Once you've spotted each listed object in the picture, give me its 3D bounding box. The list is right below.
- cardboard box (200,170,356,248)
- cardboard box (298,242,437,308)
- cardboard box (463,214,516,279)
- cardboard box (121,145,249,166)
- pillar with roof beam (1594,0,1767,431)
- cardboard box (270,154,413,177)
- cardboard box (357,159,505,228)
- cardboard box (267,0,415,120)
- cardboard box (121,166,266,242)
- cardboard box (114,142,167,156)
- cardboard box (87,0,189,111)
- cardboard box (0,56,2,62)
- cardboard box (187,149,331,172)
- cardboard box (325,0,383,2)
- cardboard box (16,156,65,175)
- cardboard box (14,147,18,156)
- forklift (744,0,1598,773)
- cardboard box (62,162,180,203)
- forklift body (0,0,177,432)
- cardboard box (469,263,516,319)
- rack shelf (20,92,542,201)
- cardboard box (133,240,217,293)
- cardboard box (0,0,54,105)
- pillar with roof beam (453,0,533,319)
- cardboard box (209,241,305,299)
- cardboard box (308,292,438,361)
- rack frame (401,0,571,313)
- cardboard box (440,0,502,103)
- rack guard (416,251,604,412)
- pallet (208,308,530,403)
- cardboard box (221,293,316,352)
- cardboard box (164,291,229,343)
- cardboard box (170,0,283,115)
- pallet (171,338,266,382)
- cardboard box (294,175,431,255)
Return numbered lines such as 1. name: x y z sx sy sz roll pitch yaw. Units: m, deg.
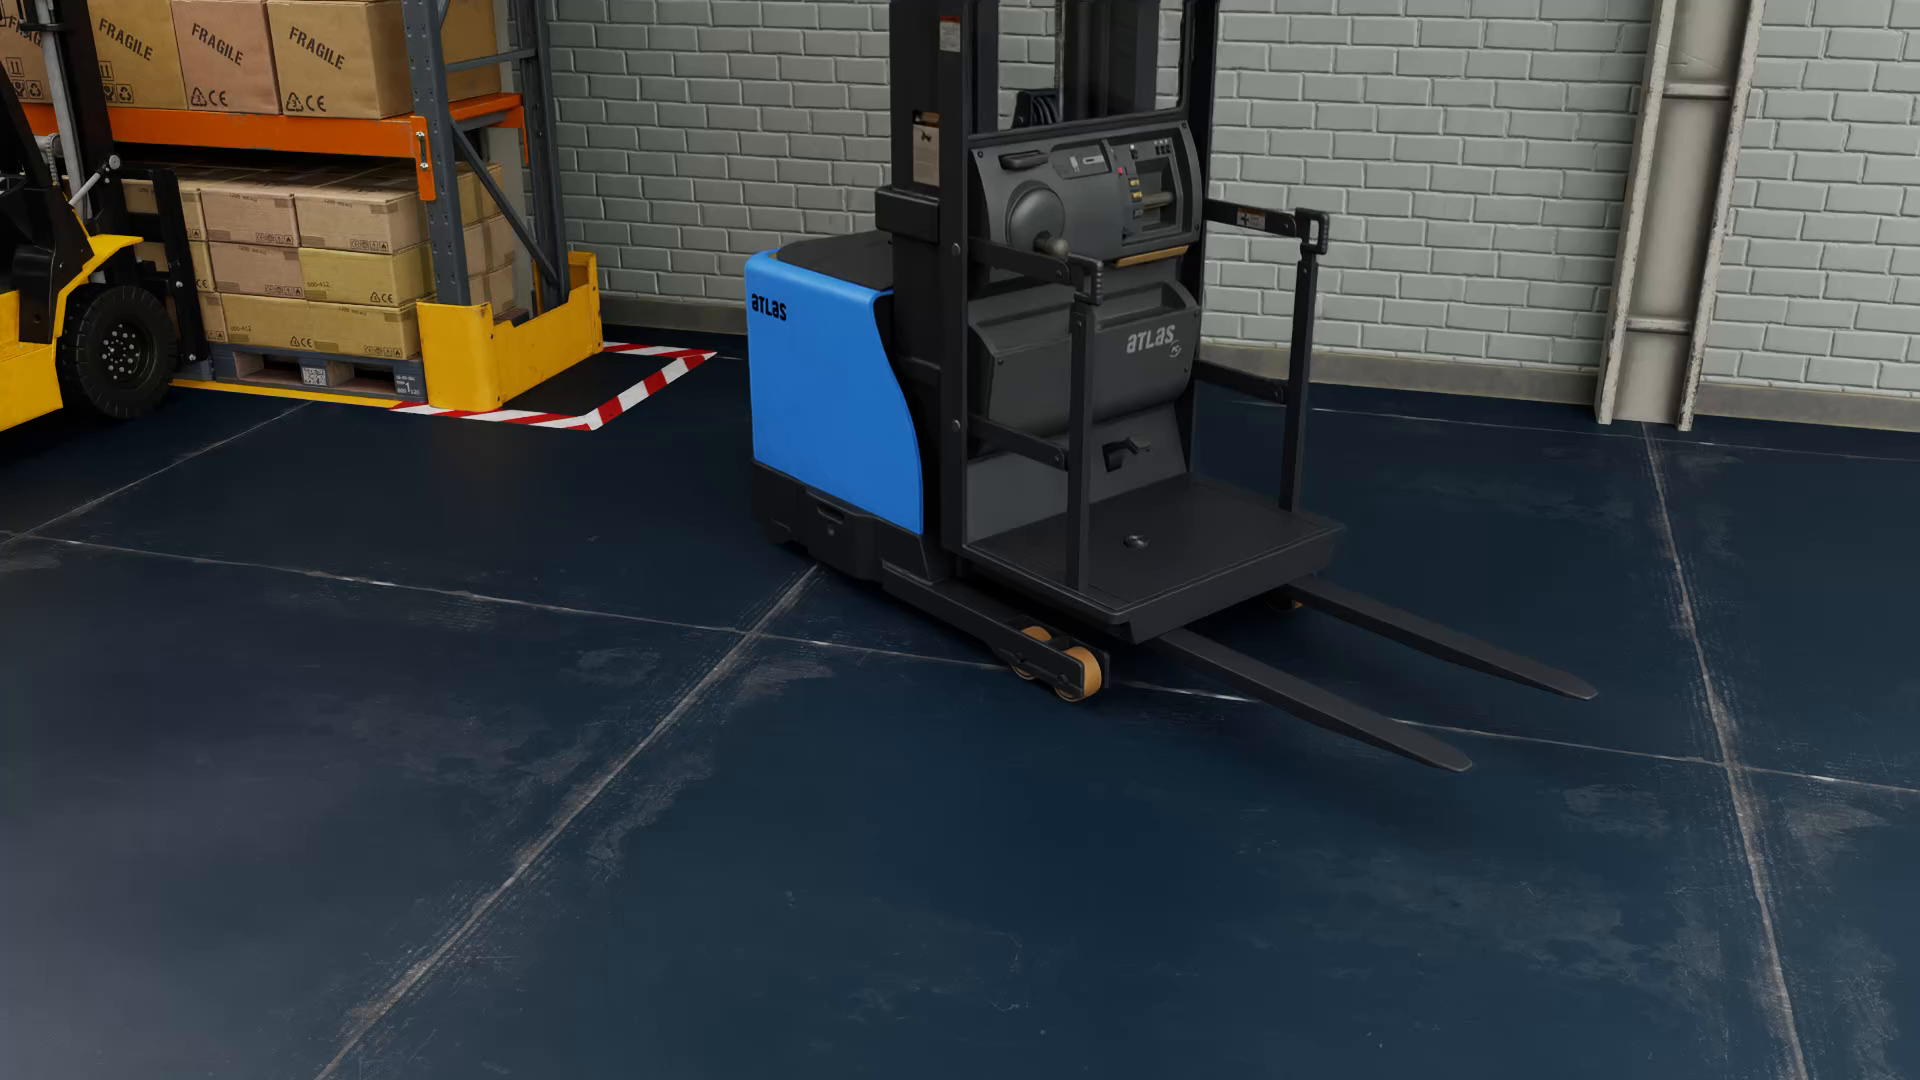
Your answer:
1. cardboard box: -3.226 -1.583 7.929 0.500 0.250 0.500 7 23 16
2. cardboard box: -2.761 -1.300 7.899 0.500 0.250 0.500 6 23 15
3. cardboard box: -2.595 -1.488 8.355 0.500 0.250 0.500 7 23 16
4. cardboard box: -4.054 -1.884 8.663 0.500 0.250 0.500 6 23 14
5. pillar with roof beam: 1.890 -3.165 2.128 0.400 9.000 9.100 7 23 16
6. cardboard box: -3.090 -1.767 8.377 0.500 0.250 0.500 7 23 16
7. cardboard box: -2.610 -1.713 8.247 0.500 0.250 0.500 6 23 15
8. cardboard box: -2.752 -2.212 7.578 0.500 0.500 0.500 6 23 14
9. cardboard box: -3.712 -1.635 8.055 0.500 0.250 0.500 7 23 16
10. cardboard box: -4.537 -1.936 8.790 0.500 0.250 0.500 7 23 16
11. cardboard box: -3.737 -2.328 7.862 0.500 0.500 0.500 6 23 14
12. cardboard box: -4.696 -2.442 8.140 0.500 0.500 0.500 6 23 15
13. cardboard box: -3.565 -1.826 8.520 0.500 0.250 0.500 6 23 15
14. cardboard box: -2.618 -2.490 7.401 0.250 0.149 0.380 7 23 16
15. cardboard box: -4.696 -1.753 8.344 0.500 0.250 0.500 7 23 17
16. cardboard box: -5.018 -1.997 8.938 0.500 0.250 0.500 6 23 15
17. forklift: 0.550 -1.079 5.037 1.130 2.935 3.031 -18 28 -37
18. cardboard box: -4.195 -1.693 8.197 0.500 0.250 0.500 6 23 14
19. forklift body: -4.547 -1.360 6.750 1.214 2.155 2.313 7 23 16
20. cardboard box: -2.619 -1.254 8.445 0.500 0.250 0.500 7 23 16
21. rack shelf: -4.120 -2.094 8.369 4.000 0.370 1.077 7 23 16
22. cardboard box: -3.738 -1.408 8.162 0.500 0.250 0.500 6 23 14
23. cardboard box: -4.221 -2.379 7.987 0.500 0.500 0.500 7 23 16
24. pillar with roof beam: -3.855 -3.822 3.731 0.400 9.000 9.100 7 23 16
25. cardboard box: -3.238 -1.359 8.042 0.500 0.250 0.500 6 23 15
26. cardboard box: -2.746 -1.066 7.986 0.500 0.250 0.500 7 23 16
27. rack frame: -2.205 -2.207 7.698 0.127 3.000 1.000 7 23 16
28. cardboard box: -2.599 -2.409 8.058 0.500 0.500 0.500 7 23 17
29. rack guard: -2.182 -1.048 8.166 0.348 0.500 1.175 7 23 16
30. pallet: -2.949 -0.986 8.395 1.213 0.211 1.003 7 23 16
31. cardboard box: -3.219 -1.124 8.128 0.500 0.250 0.500 7 23 15
32. cardboard box: -3.696 -1.182 8.269 0.500 0.250 0.500 7 23 16
33. cardboard box: -3.246 -2.272 7.725 0.500 0.500 0.500 7 23 17
34. pallet: -4.113 -1.120 8.723 1.213 0.211 1.003 7 23 15
35. cardboard box: -2.736 -1.529 7.798 0.500 0.250 0.500 7 23 17
